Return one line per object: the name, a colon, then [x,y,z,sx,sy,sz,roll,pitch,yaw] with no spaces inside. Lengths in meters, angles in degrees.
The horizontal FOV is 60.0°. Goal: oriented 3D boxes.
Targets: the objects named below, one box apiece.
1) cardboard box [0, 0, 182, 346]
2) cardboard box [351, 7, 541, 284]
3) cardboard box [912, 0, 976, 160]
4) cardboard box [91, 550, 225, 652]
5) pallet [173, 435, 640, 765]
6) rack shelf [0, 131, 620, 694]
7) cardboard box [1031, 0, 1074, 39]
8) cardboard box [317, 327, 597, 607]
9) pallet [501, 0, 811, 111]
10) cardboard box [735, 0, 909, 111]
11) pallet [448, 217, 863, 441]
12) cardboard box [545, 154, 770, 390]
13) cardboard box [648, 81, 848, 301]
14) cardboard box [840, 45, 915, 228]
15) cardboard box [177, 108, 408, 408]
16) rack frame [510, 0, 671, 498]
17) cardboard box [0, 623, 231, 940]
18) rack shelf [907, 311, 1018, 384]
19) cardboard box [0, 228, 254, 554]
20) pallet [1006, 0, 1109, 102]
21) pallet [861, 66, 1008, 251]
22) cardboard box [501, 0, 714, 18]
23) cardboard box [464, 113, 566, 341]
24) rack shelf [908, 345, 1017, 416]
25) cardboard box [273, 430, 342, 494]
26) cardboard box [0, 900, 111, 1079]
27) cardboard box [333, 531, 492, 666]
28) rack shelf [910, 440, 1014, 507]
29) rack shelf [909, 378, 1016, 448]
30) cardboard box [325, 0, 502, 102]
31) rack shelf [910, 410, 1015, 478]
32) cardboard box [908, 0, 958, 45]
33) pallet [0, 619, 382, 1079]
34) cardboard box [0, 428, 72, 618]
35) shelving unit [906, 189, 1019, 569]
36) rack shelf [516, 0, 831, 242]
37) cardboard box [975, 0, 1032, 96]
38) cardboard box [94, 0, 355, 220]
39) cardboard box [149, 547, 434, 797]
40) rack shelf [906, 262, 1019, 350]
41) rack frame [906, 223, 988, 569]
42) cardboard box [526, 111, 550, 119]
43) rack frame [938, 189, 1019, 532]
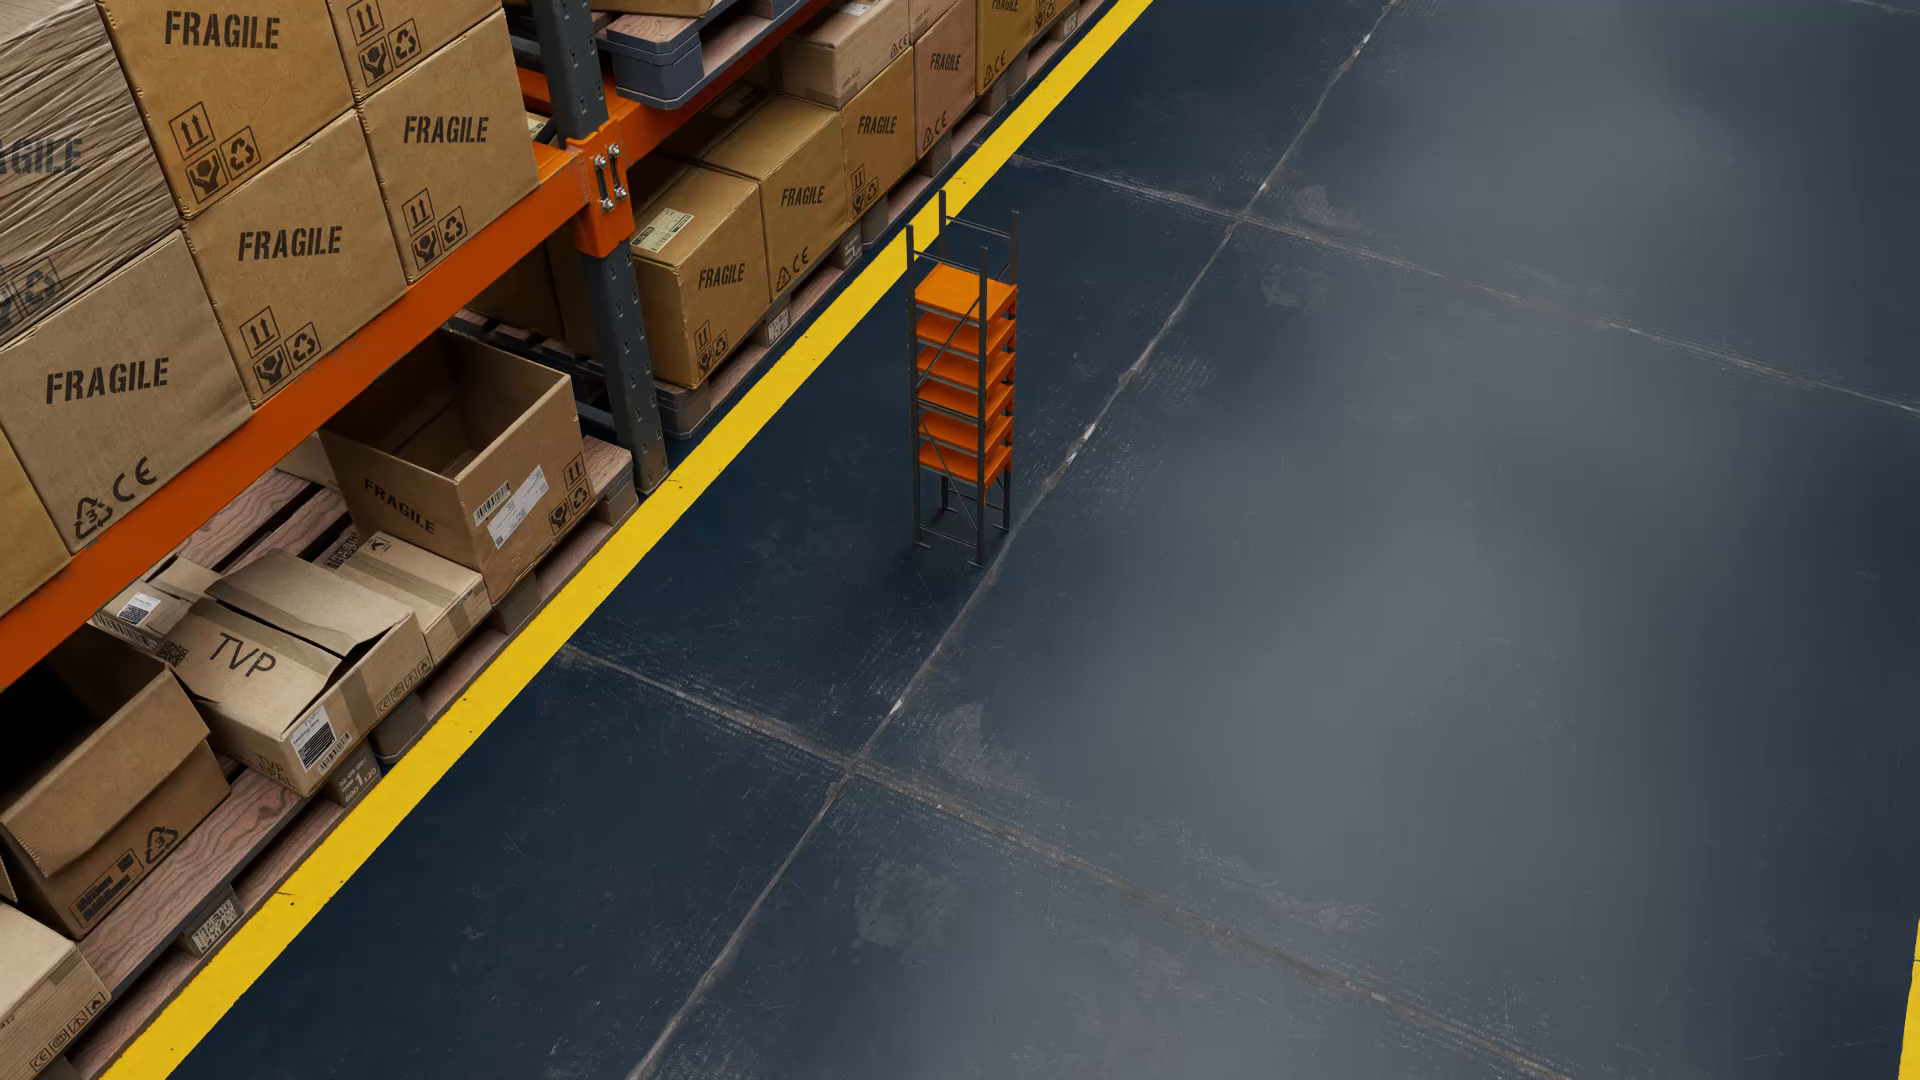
cardboard box: [-1.897,-0.737,3.096,0.500,0.500,0.500,21,49,19]
cardboard box: [-1.427,-1.031,4.090,0.500,0.500,0.500,21,49,20]
cardboard box: [-0.271,-1.866,6.434,0.500,0.500,0.500,19,48,18]
cardboard box: [-2.202,0.187,4.639,0.380,0.166,0.250,20,49,19]
pallet: [-1.742,0.017,5.085,1.003,0.211,1.213,20,49,19]
rack shelf: [-2.351,0.117,3.531,1.077,0.370,4.000,20,49,19]
cardboard box: [0.208,-2.525,7.084,0.500,0.500,0.500,22,49,21]
cardboard box: [-1.436,-0.219,4.806,0.500,0.500,0.500,20,49,19]
pallet: [-0.955,-1.795,5.050,1.003,0.211,1.213,20,49,19]
cardboard box: [-0.518,-1.789,5.830,0.500,0.250,0.500,21,49,19]
pallet: [-1.078,-0.940,6.031,1.003,0.211,1.213,20,49,19]
cardboard box: [-0.982,-0.896,5.475,0.500,0.500,0.500,18,48,17]
cardboard box: [-0.744,-1.235,5.810,0.500,0.500,0.500,21,49,20]
cardboard box: [-0.506,-1.548,6.119,0.500,0.500,0.500,21,49,20]
cardboard box: [-1.665,-0.706,3.768,0.500,0.500,0.500,22,49,20]
rack frame: [-1.422,-1.396,4.520,1.000,3.000,0.127,20,49,19]
cardboard box: [-2.290,0.513,4.080,0.797,0.503,0.637,20,49,19]
rack shelf: [0.007,-0.568,4.693,0.258,0.103,0.180,20,49,19]
cardboard box: [-1.902,-0.381,3.448,0.500,0.500,0.500,22,49,20]
pallet: [0.054,-2.477,7.550,1.003,0.211,1.213,20,49,19]
pallet: [-0.513,-1.712,6.793,1.003,0.211,1.213,20,49,19]
cardboard box: [-1.004,-1.803,4.557,0.700,0.500,0.500,6,46,6]
cardboard box: [-1.447,-1.077,5.654,0.500,0.500,0.500,20,49,19]
rack shelf: [0.007,-0.484,4.779,0.258,0.103,0.180,20,49,19]
cardboard box: [-1.809,-0.412,5.129,0.500,0.311,0.500,20,49,19]
cardboard box: [-2.311,1.057,3.720,0.500,0.250,0.500,20,49,19]
cardboard box: [-1.557,0.161,4.677,0.380,0.149,0.250,20,49,19]
rack shelf: [0.007,-0.231,5.035,0.258,0.103,0.180,20,49,19]
rack shelf: [0.007,-0.400,4.864,0.258,0.103,0.180,20,49,19]
cardboard box: [-1.428,-1.378,3.730,0.500,0.500,0.500,21,49,19]
rack shelf: [0.007,-0.315,4.949,0.258,0.103,0.180,20,49,19]
cardboard box: [-0.285,-2.106,6.143,0.500,0.250,0.500,20,49,18]
pallet: [-2.307,0.789,4.322,1.003,0.211,1.213,20,49,19]
cardboard box: [-2.136,-0.060,3.130,0.500,0.500,0.500,21,49,20]
shelving unit: [0.007,-0.431,4.832,0.258,1.200,0.189,20,49,19]
rack shelf: [-0.494,-2.403,6.021,1.077,0.370,4.000,20,49,19]
cardboard box: [-0.032,-2.199,6.762,0.500,0.500,0.500,19,48,18]
cardboard box: [-1.663,-1.054,3.410,0.500,0.500,0.500,20,49,18]
cardboard box: [-1.784,0.320,4.406,0.500,0.311,0.500,20,49,19]
rack shelf: [0.007,-0.653,4.608,0.258,0.103,0.180,20,49,19]
rack frame: [-0.036,-0.373,4.775,0.240,1.200,0.006,20,49,19]
cardboard box: [-1.210,-1.386,5.959,0.500,0.500,0.500,21,49,19]
rack frame: [0.049,-0.489,4.889,0.240,1.200,0.006,20,49,19]
